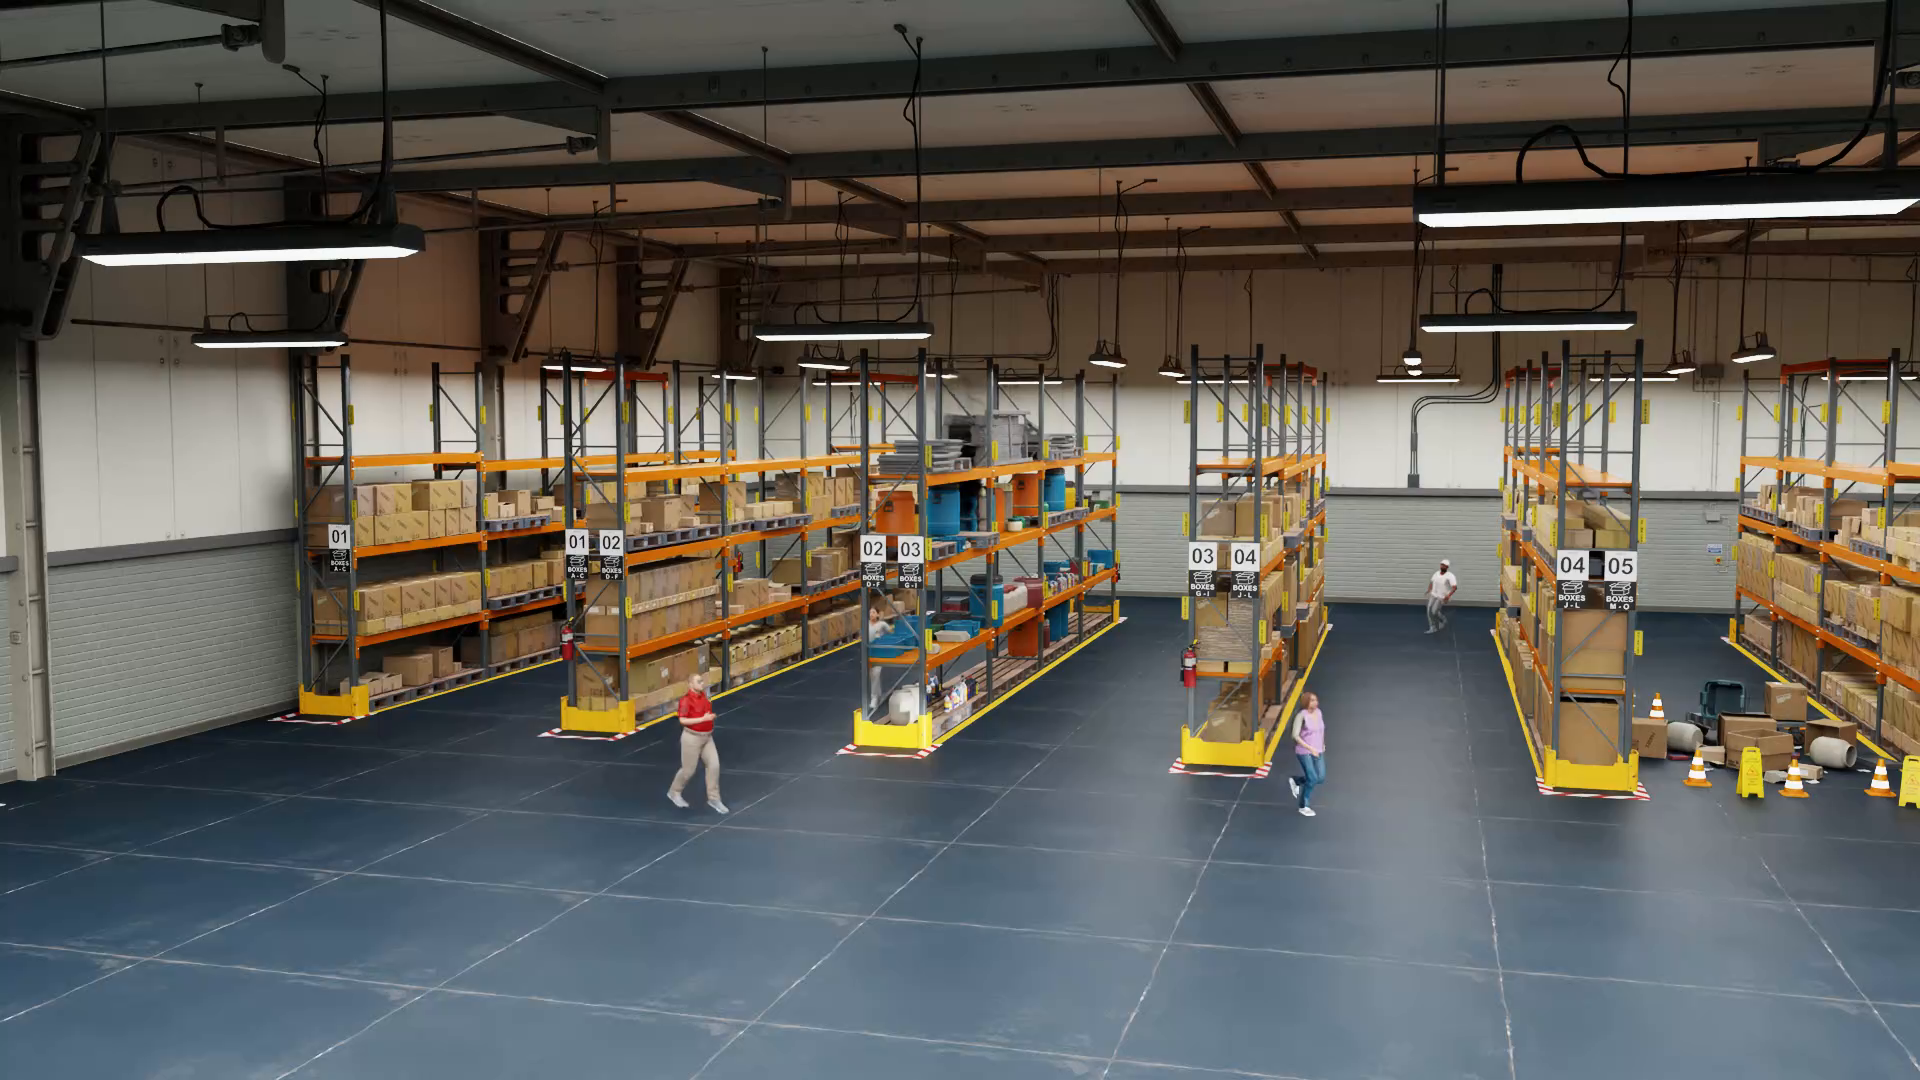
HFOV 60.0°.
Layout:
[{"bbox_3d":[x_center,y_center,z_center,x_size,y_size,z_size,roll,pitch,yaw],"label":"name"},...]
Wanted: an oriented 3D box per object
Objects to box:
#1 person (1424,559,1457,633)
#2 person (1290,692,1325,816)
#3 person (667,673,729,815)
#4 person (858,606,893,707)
[{"bbox_3d":[11.002,1.296,38.151,0.538,1.713,0.759,-3,5,-31],"label":"person"},{"bbox_3d":[4.361,2.668,20.869,0.561,1.564,0.607,-3,5,-32],"label":"person"},{"bbox_3d":[-3.323,2.560,20.965,0.843,1.775,0.648,3,5,31],"label":"person"},{"bbox_3d":[-1.488,1.985,28.795,0.552,1.693,0.910,1,4,14],"label":"person"}]
